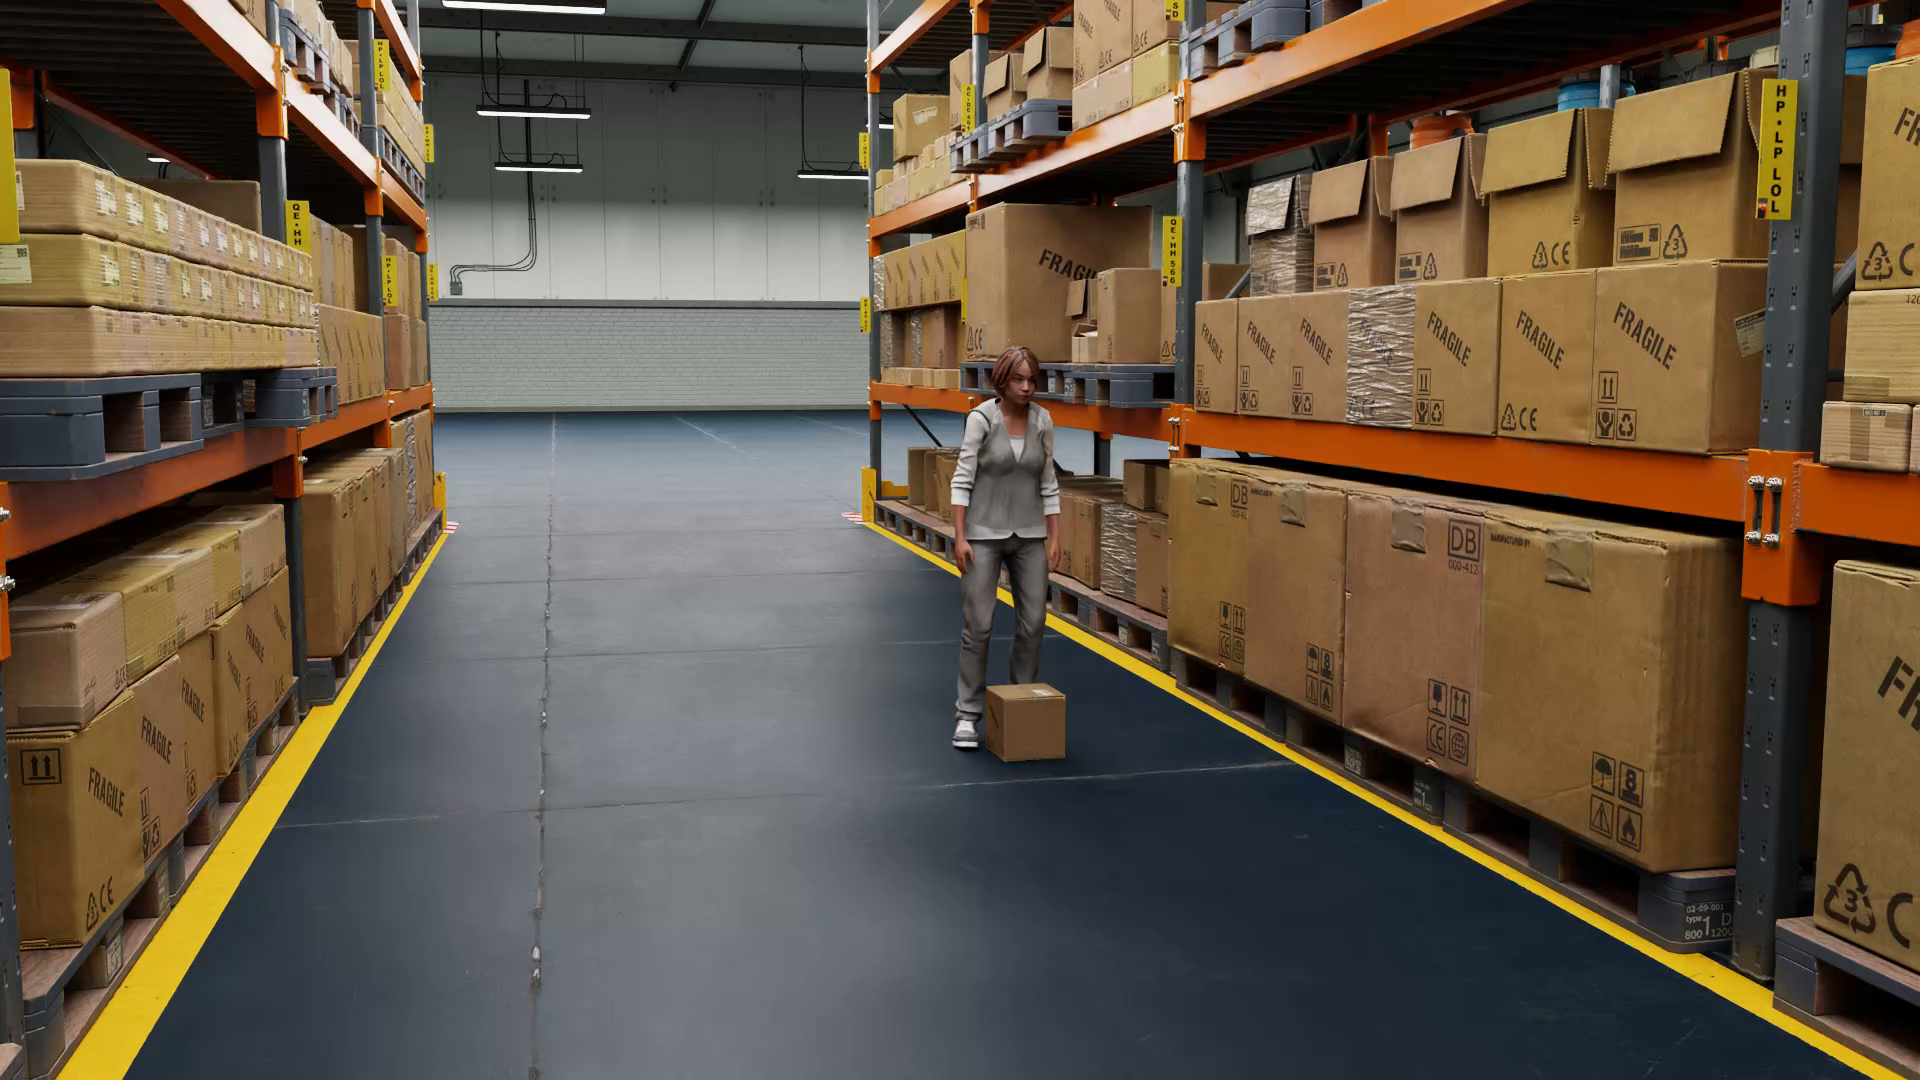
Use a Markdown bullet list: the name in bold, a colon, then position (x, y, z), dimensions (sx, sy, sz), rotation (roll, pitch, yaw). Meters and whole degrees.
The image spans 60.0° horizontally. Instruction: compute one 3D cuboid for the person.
- **person**: position (0.182, 0.023, 6.679), dimensions (0.484, 1.591, 0.347), rotation (-2, 7, -17)
